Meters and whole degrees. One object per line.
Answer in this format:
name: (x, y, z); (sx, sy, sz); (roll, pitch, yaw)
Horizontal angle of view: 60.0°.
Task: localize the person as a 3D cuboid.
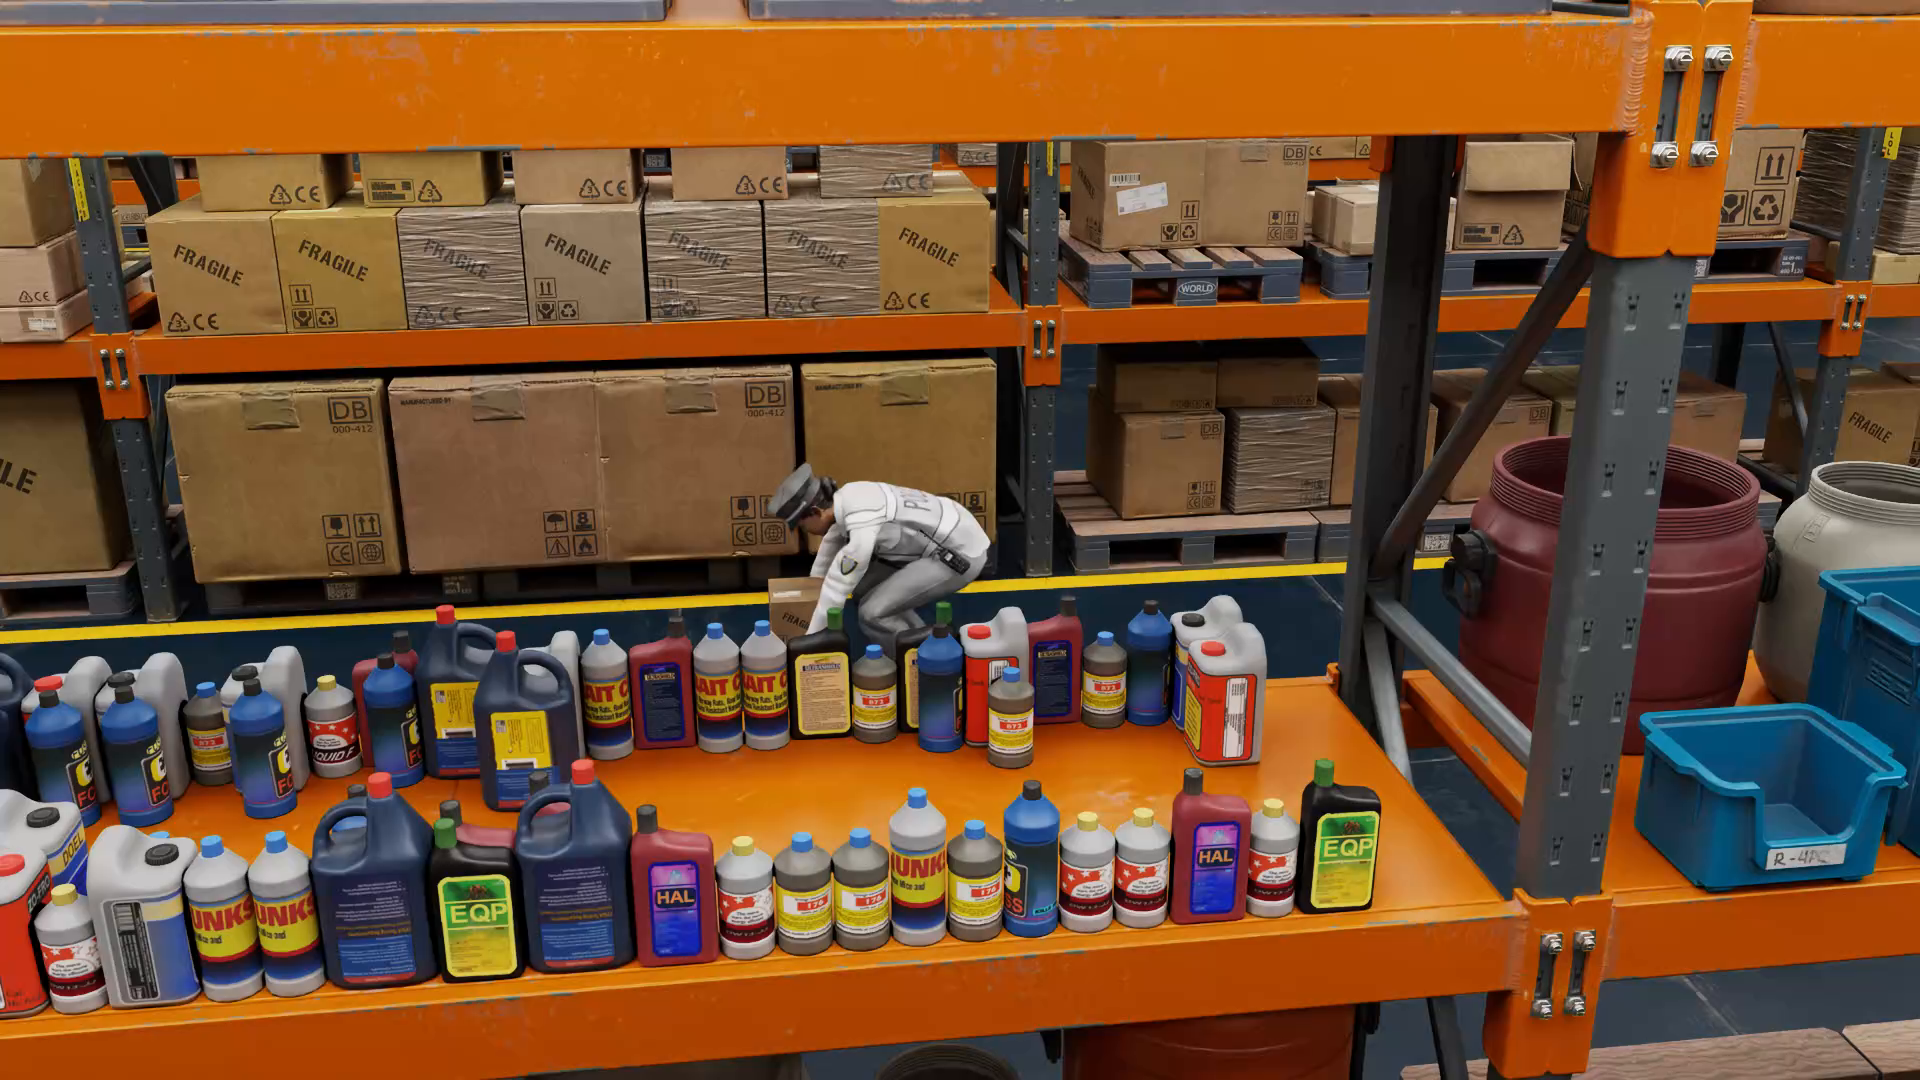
person: (-0.326, 0.145, 6.685); (0.890, 0.980, 0.456); (-3, 20, -9)
